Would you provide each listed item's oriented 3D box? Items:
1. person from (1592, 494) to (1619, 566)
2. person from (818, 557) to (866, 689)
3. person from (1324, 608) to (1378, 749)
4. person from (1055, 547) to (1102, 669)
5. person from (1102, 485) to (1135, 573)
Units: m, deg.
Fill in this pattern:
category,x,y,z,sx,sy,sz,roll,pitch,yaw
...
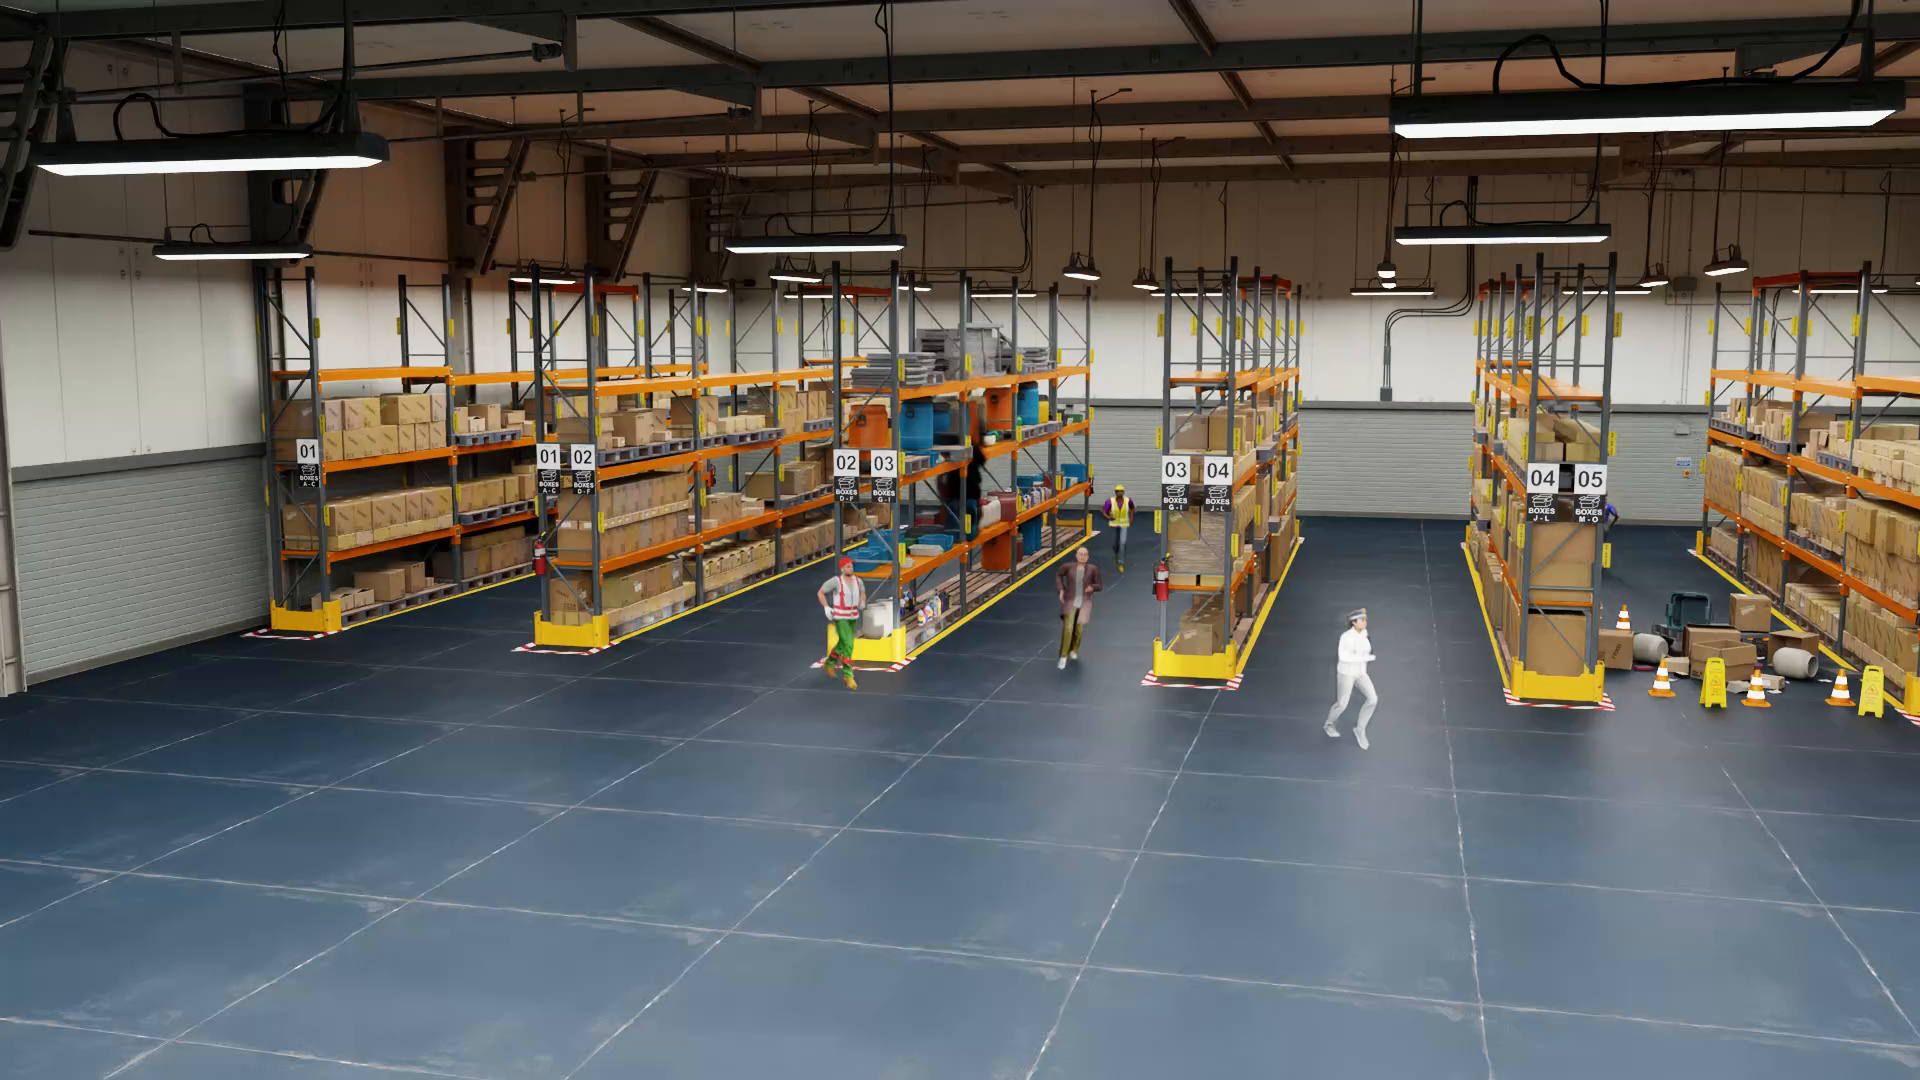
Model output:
category,x,y,z,sx,sy,sz,roll,pitch,yaw
person,13.357,-0.206,34.650,0.587,1.628,0.859,0,7,4
person,-1.630,1.134,23.543,0.669,1.823,0.845,-7,10,-44
person,4.717,1.639,20.039,0.639,1.707,0.810,-5,9,-35
person,1.767,1.006,24.799,0.704,1.820,0.842,0,7,1
person,3.299,-0.269,34.752,0.663,1.776,1.140,1,7,11
